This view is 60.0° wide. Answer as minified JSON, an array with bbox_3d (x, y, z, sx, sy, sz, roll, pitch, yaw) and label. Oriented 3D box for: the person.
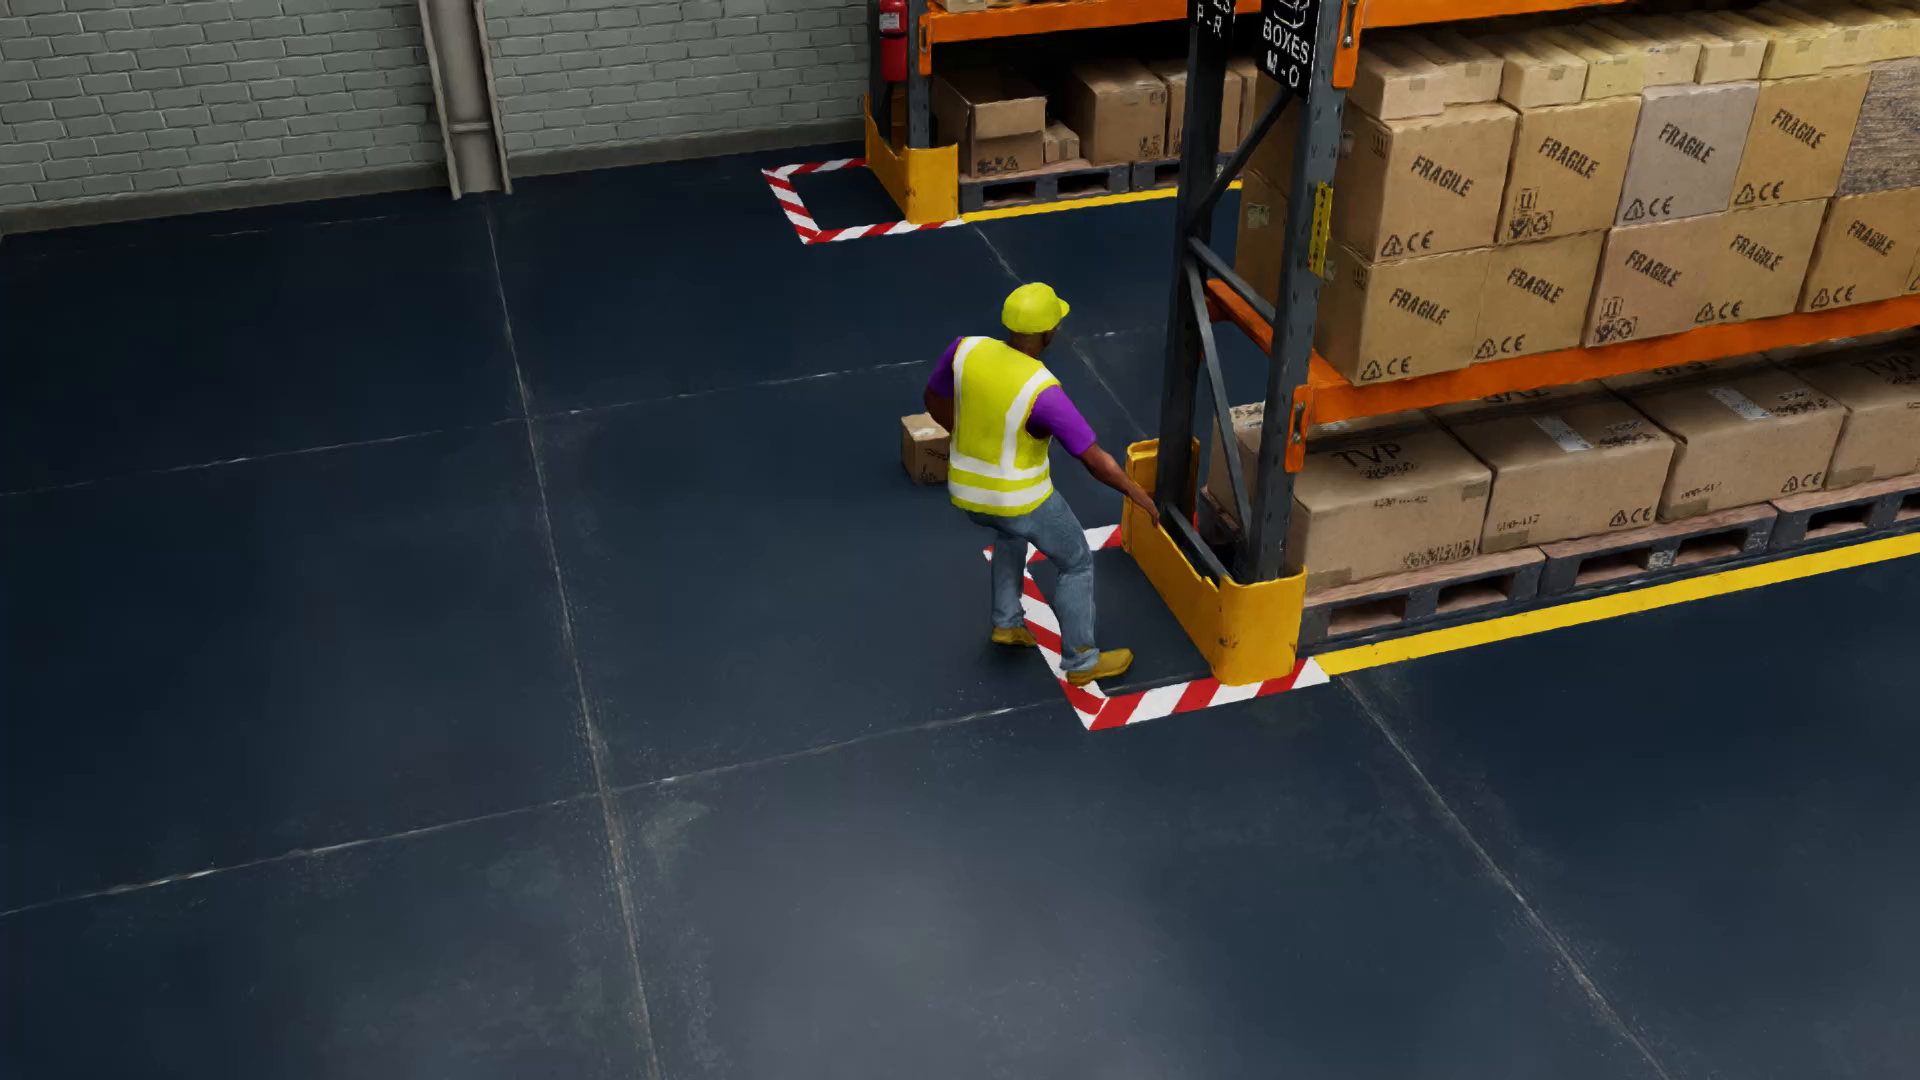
[{"bbox_3d":[0.293,-0.202,6.543,0.968,1.687,0.500,22,39,29],"label":"person"}]
